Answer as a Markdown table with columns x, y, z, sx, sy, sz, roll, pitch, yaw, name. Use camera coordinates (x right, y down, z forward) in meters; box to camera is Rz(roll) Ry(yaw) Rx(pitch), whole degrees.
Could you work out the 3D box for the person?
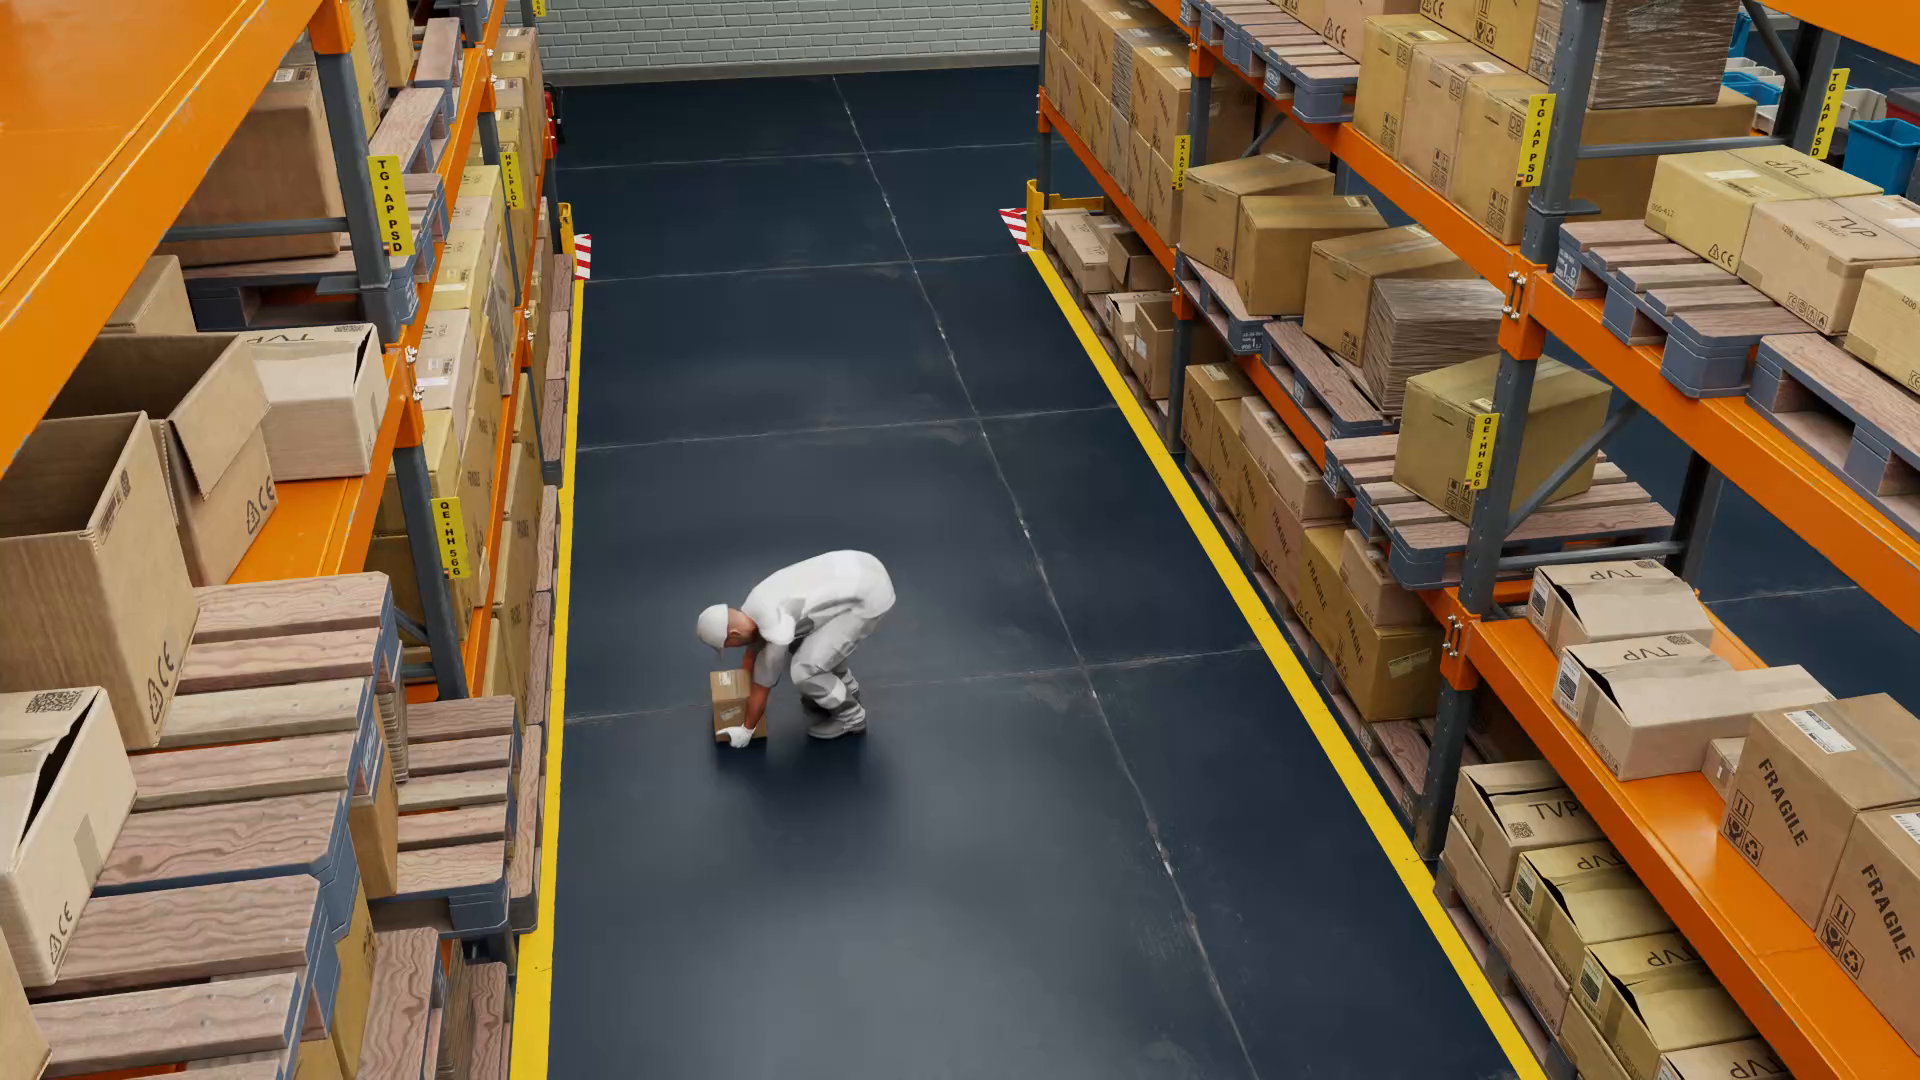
| x | y | z | sx | sy | sz | roll | pitch | yaw | name |
| --- | --- | --- | --- | --- | --- | --- | --- | --- | --- |
| -0.788 | 0.521 | 8.100 | 0.953 | 0.923 | 0.534 | -7 | 31 | -11 | person |
